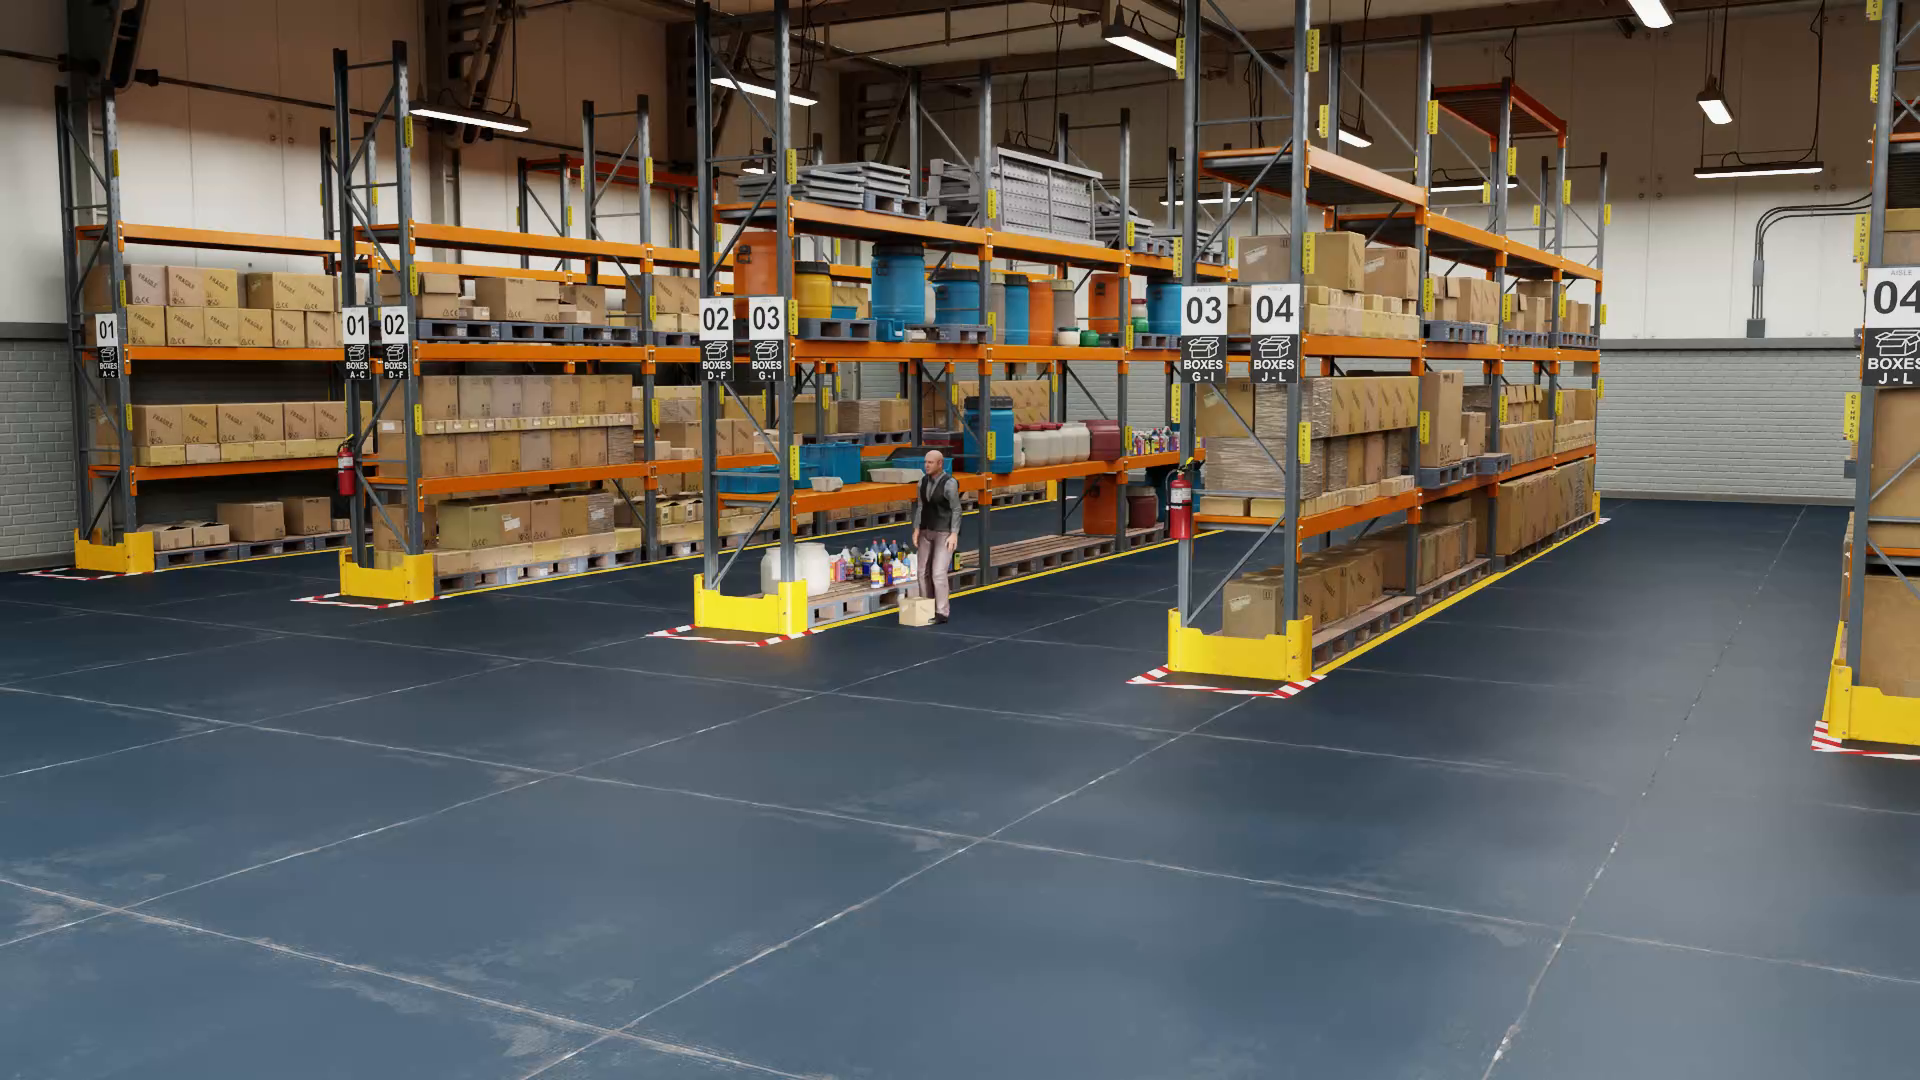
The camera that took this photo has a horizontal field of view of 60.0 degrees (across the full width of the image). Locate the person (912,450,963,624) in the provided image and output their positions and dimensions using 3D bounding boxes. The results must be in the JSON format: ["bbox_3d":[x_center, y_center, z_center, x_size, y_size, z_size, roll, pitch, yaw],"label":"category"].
[{"bbox_3d":[-0.238,-0.039,16.621,0.594,1.721,0.470,6,8,44],"label":"person"}]
